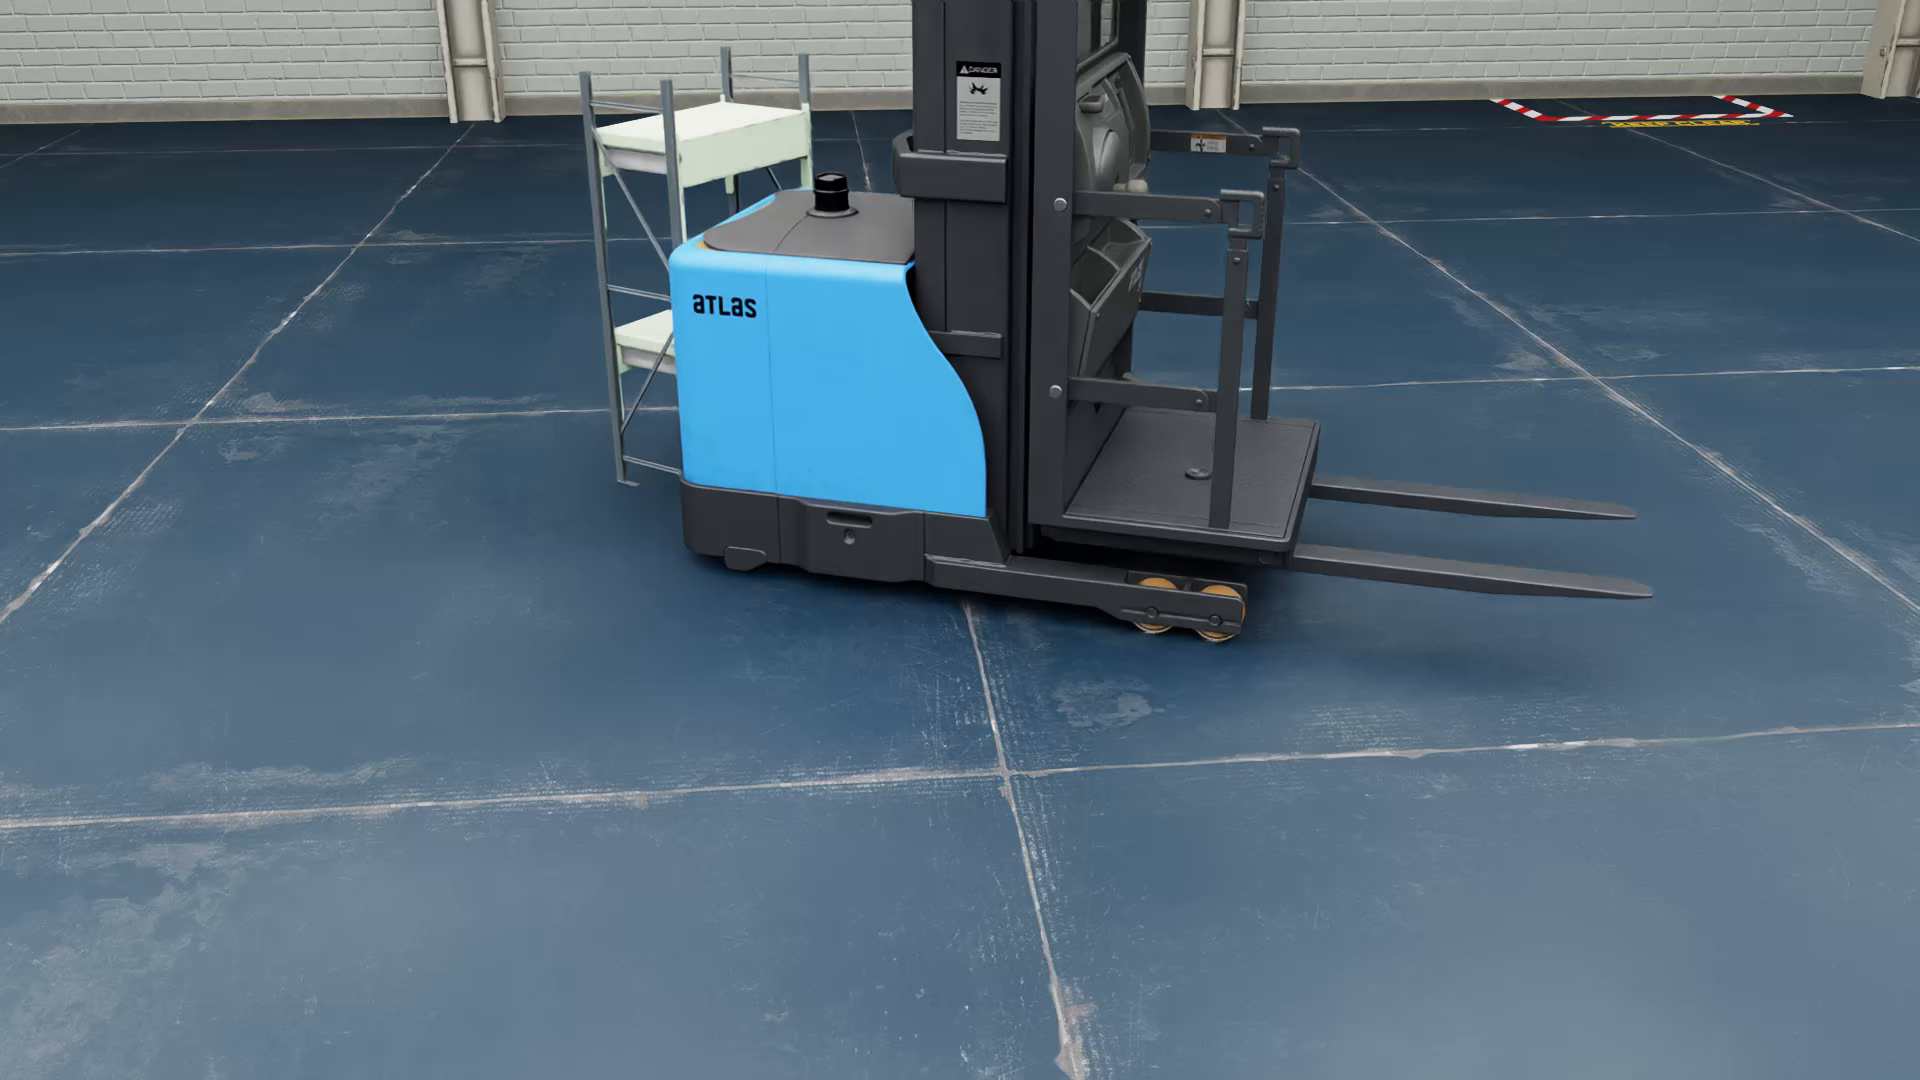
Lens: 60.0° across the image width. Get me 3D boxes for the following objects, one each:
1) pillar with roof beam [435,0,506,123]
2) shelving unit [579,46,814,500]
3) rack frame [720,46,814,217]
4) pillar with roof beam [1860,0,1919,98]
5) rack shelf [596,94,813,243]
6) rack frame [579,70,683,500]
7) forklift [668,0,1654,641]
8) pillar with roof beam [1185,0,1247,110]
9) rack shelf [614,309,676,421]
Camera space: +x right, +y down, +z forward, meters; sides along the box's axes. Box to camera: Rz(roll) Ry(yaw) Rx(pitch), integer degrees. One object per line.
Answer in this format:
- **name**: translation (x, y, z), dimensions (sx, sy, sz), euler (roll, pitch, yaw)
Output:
- **pillar with roof beam**: translation (-3.444, -5.755, 7.620), dimensions (0.400, 9.000, 9.100), euler (-2, 24, -5)
- **shelving unit**: translation (-0.915, -0.986, 6.120), dimensions (0.431, 1.500, 0.755), euler (14, 28, 30)
- **rack frame**: translation (-0.717, -1.111, 6.401), dimensions (0.400, 1.500, 0.023), euler (14, 28, 30)
- **pillar with roof beam**: translation (8.498, -6.235, 8.697), dimensions (0.400, 9.000, 9.100), euler (-2, 24, -5)
- **rack shelf**: translation (-0.917, -1.343, 5.962), dimensions (0.431, 0.370, 0.720), euler (14, 28, 30)
- **rack frame**: translation (-1.113, -0.861, 5.839), dimensions (0.400, 1.500, 0.023), euler (14, 28, 30)
- **forklift**: translation (0.654, -1.272, 5.004), dimensions (3.031, 2.935, 1.130), euler (7, 25, 15)
- **pillar with roof beam**: translation (2.527, -5.995, 8.159), dimensions (0.400, 9.000, 9.100), euler (-2, 24, -5)
- **rack shelf**: translation (-0.914, -0.688, 6.251), dimensions (0.431, 0.370, 0.720), euler (14, 28, 30)
